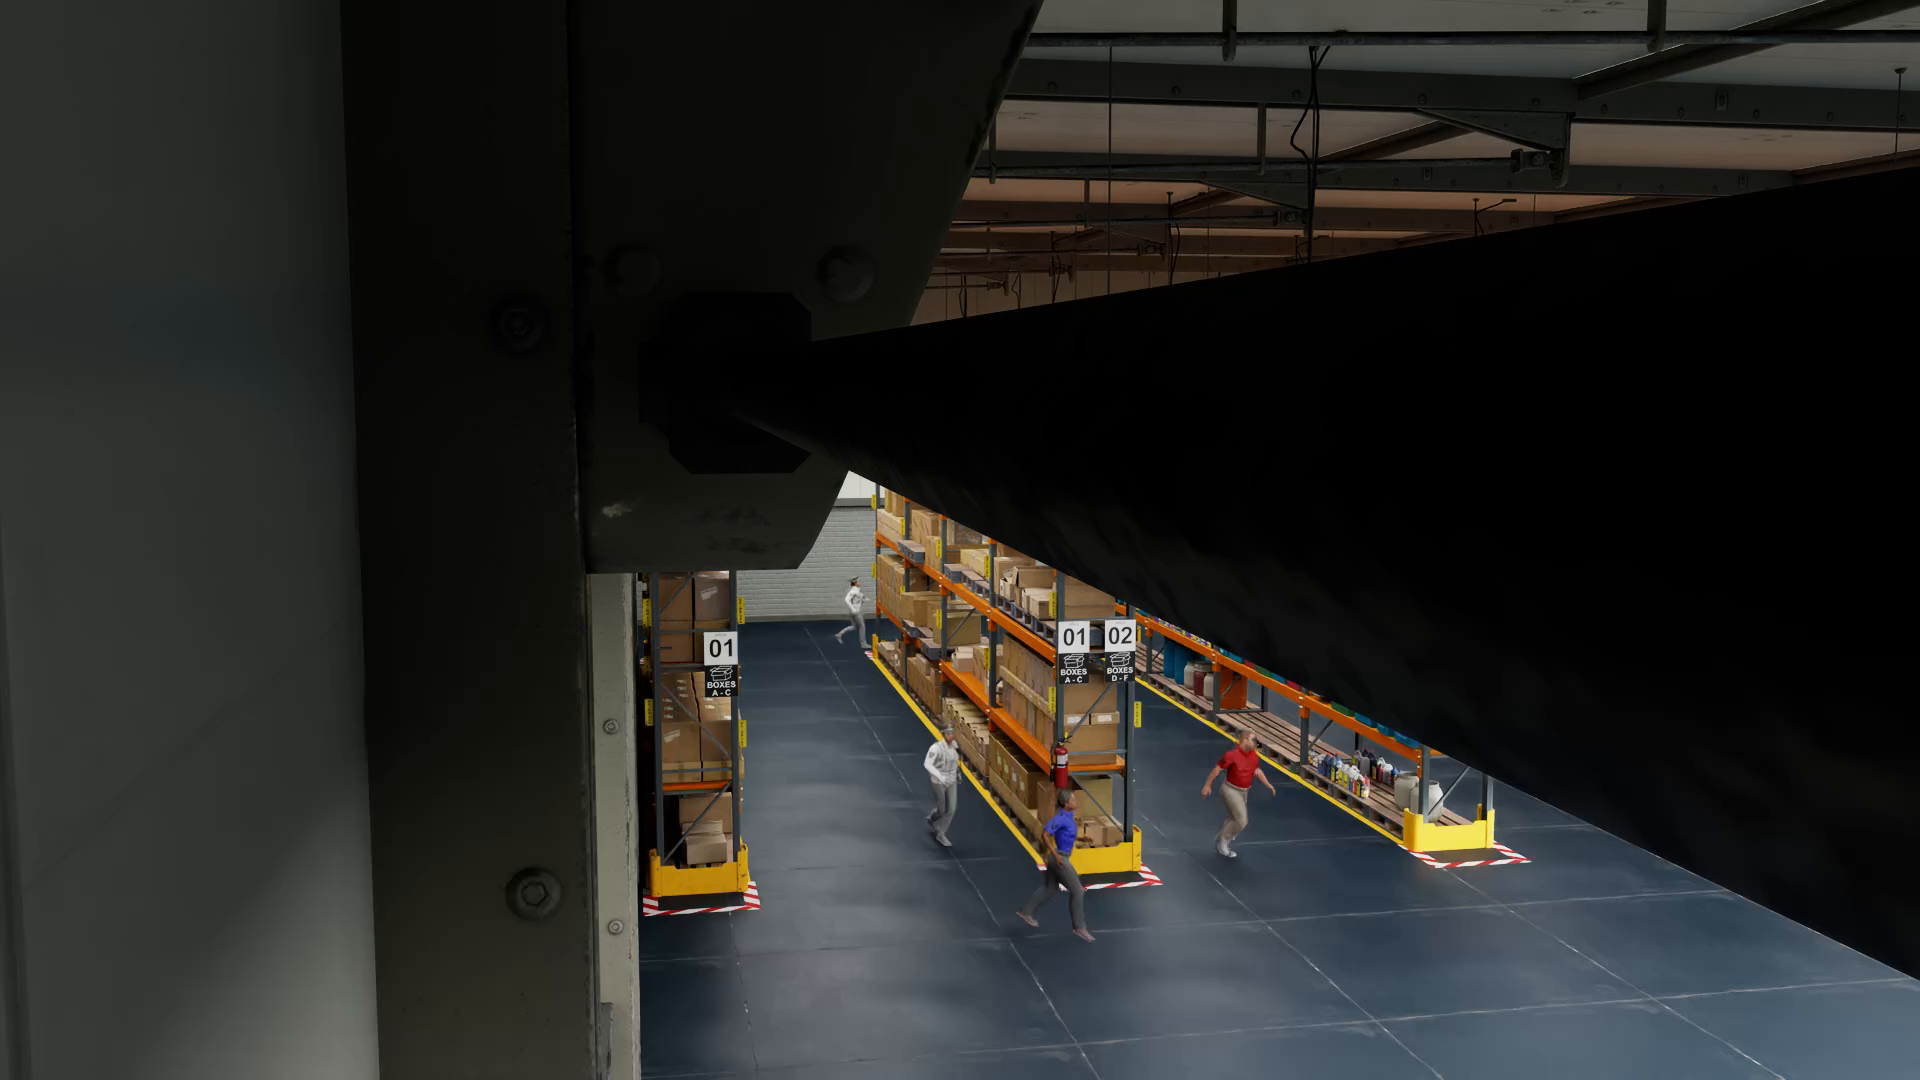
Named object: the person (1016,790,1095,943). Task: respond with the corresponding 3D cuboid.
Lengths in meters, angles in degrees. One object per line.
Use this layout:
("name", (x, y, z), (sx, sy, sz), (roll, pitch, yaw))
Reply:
("person", (1.060, 3.618, 18.476), (0.906, 1.697, 0.600), (1, 6, 8))

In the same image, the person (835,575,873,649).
("person", (-2.403, 1.622, 37.602), (0.872, 1.674, 0.598), (0, 6, -4))

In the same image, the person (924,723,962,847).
("person", (-0.269, 3.228, 22.289), (0.612, 1.657, 0.685), (-4, 7, -32))

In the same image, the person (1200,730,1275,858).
("person", (3.630, 3.290, 21.519), (0.808, 1.694, 0.667), (5, 8, 43))
